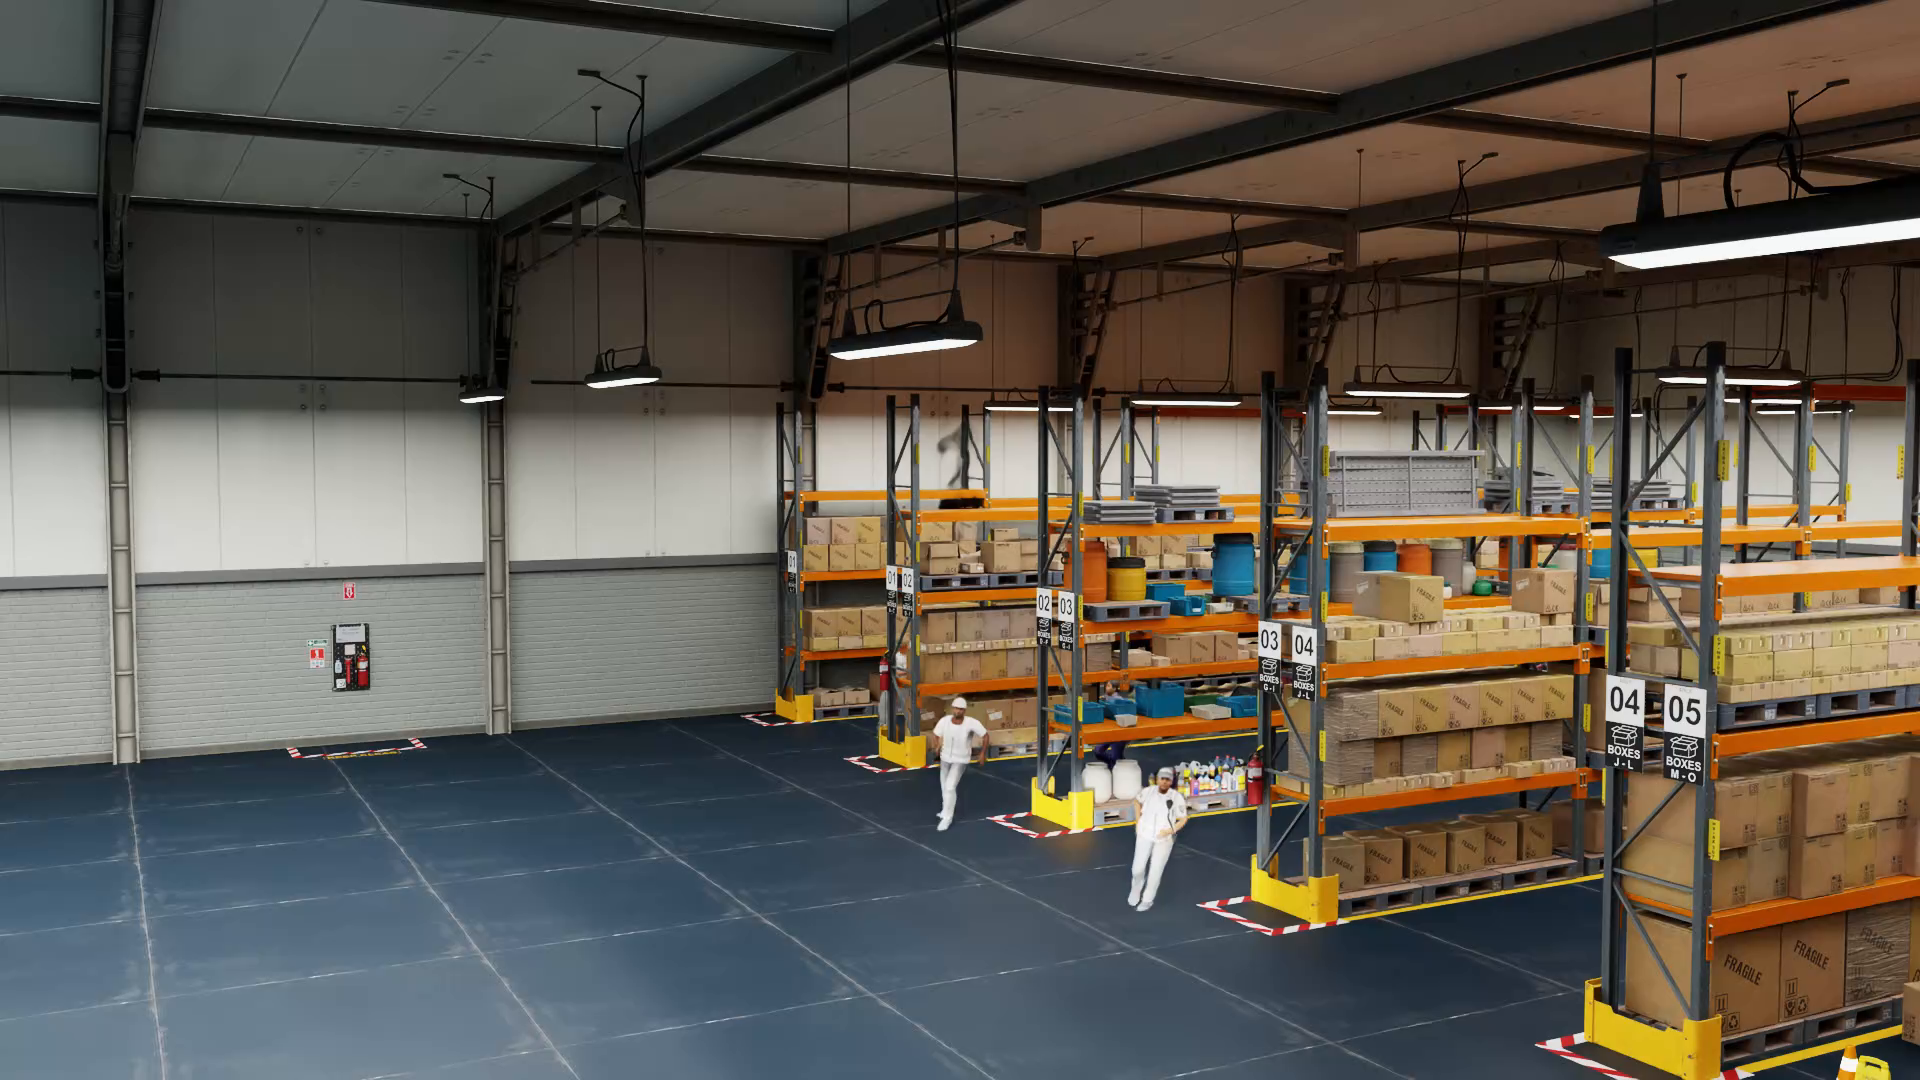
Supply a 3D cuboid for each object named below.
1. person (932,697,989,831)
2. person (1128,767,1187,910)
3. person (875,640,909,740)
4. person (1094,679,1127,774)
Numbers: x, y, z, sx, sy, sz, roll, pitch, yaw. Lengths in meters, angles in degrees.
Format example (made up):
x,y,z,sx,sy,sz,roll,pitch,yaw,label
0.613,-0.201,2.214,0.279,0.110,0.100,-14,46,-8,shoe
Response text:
x,y,z,sx,sy,sz,roll,pitch,yaw,label
-0.030,3.020,22.549,0.763,1.806,0.678,1,4,25,person
2.180,3.316,18.409,0.665,1.623,0.530,1,3,14,person
-1.073,2.637,29.483,1.016,1.851,0.613,-3,5,-45,person
2.308,2.930,25.225,0.638,1.638,0.580,-2,4,-31,person
